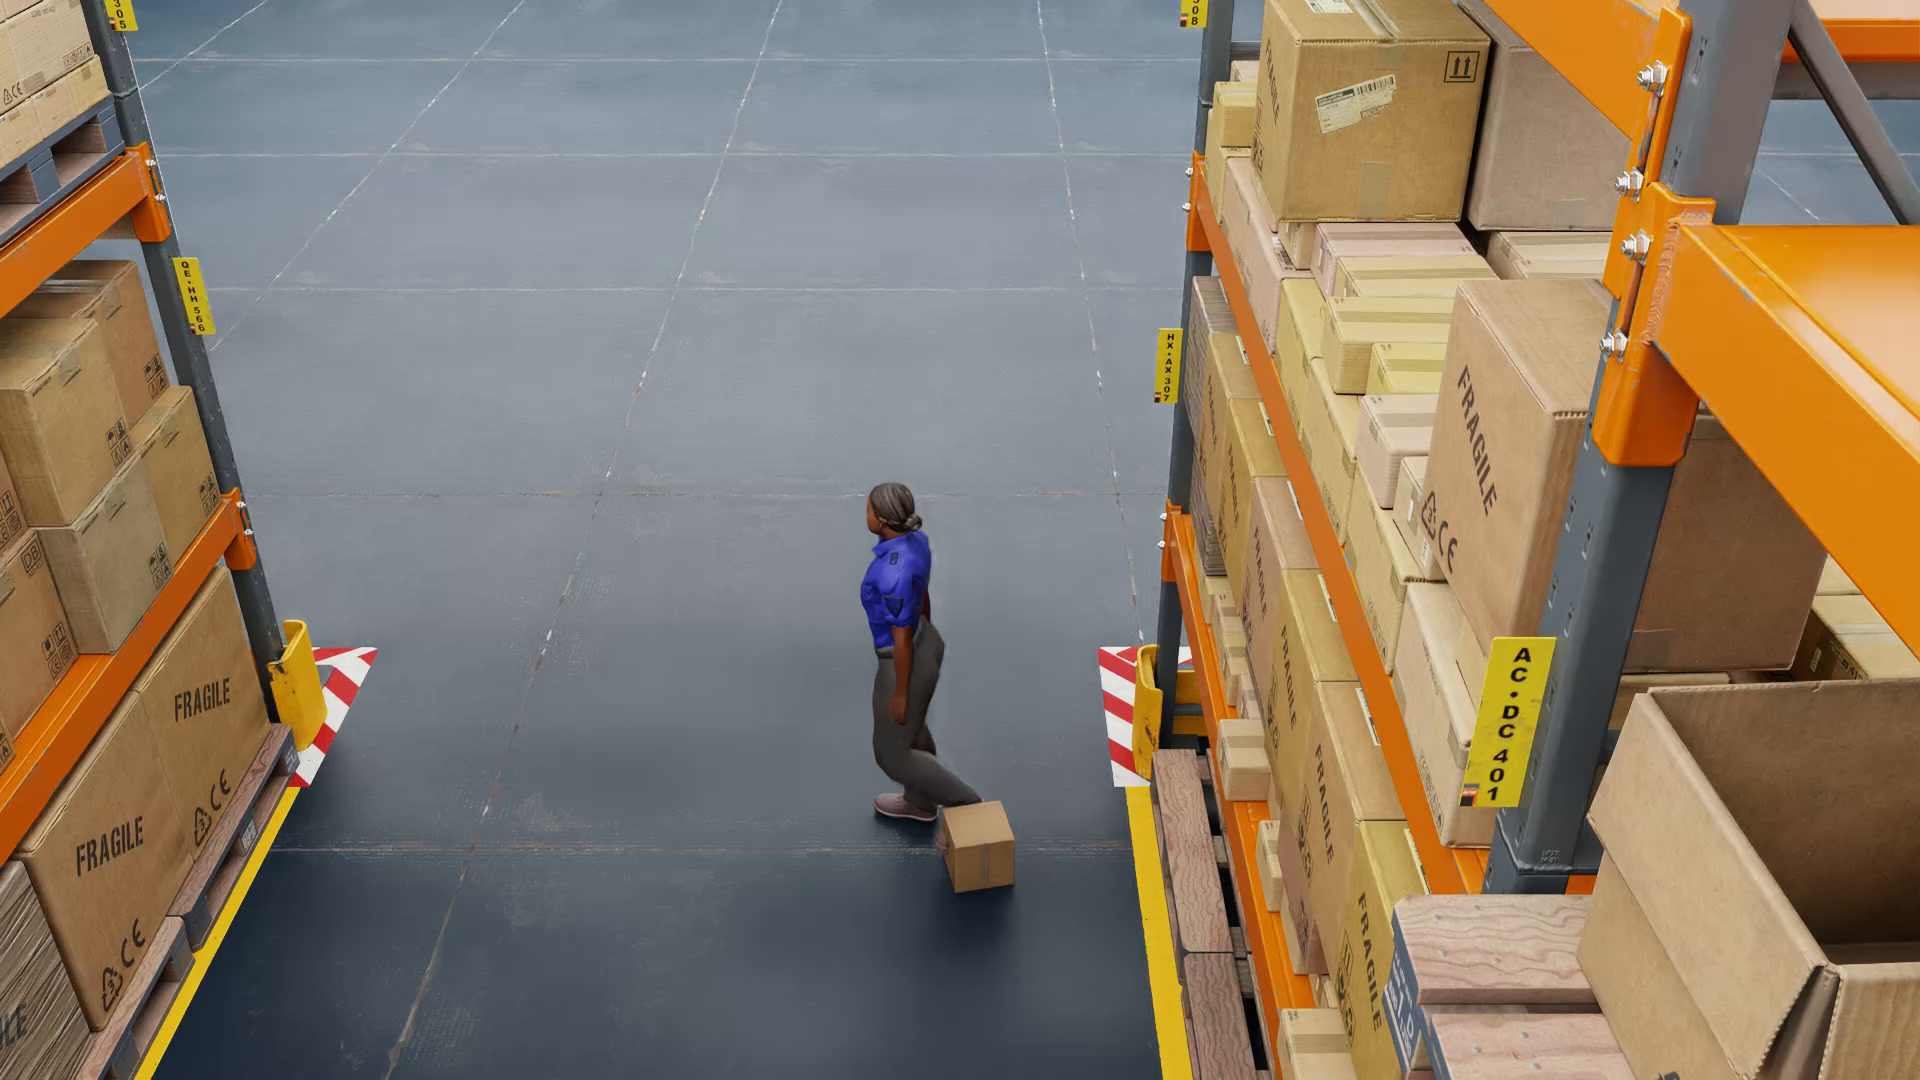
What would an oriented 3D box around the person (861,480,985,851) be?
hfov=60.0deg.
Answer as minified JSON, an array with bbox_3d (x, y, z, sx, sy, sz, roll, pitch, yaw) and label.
[{"bbox_3d":[-0.137,0.525,6.790,0.520,1.648,0.547,4,32,7],"label":"person"}]
